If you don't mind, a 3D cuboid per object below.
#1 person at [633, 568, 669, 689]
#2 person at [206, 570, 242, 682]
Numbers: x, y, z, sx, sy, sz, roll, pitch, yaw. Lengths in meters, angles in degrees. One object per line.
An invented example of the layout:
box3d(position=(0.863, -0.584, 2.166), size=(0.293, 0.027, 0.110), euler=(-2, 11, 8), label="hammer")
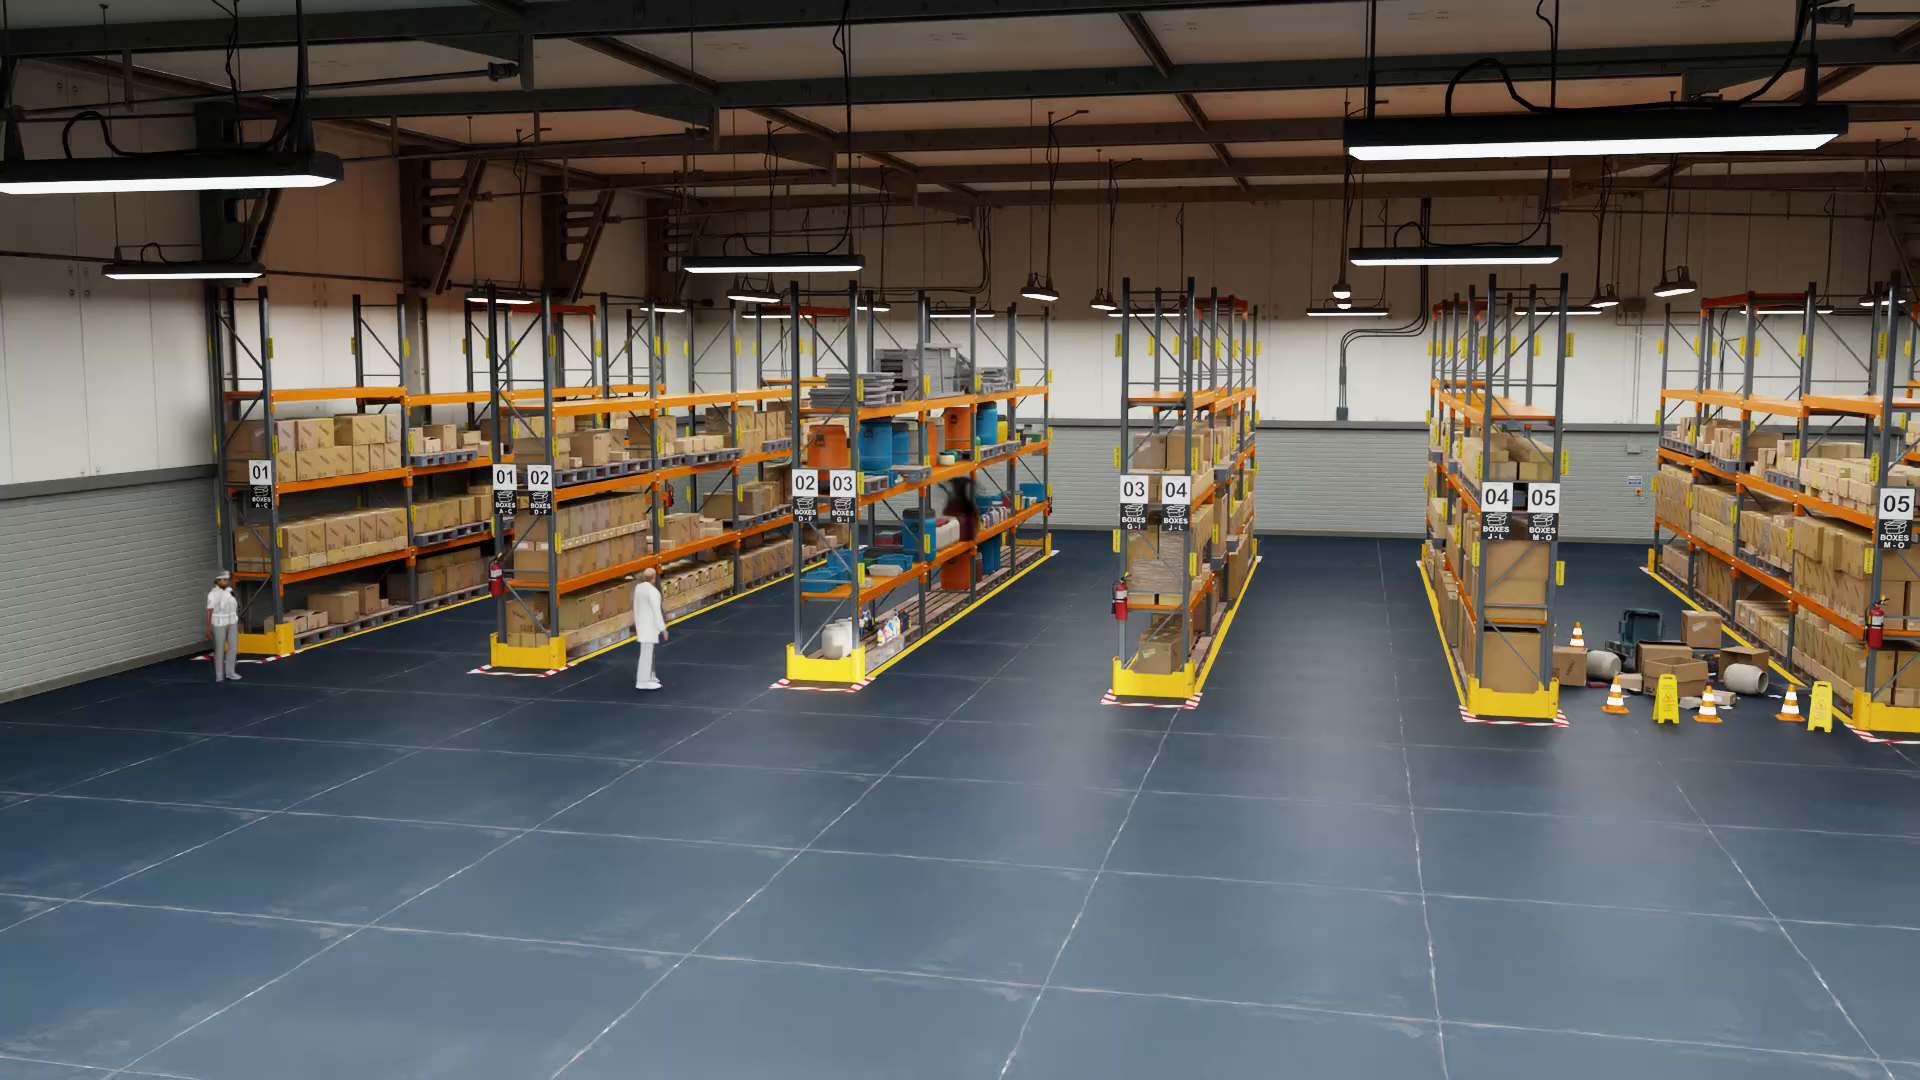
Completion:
box3d(position=(-4.609, 1.314, 24.639), size=(0.528, 1.832, 0.689), euler=(-3, 7, -28), label="person")
box3d(position=(-11.107, 1.292, 25.117), size=(0.358, 1.691, 0.563), euler=(4, 8, 29), label="person")
